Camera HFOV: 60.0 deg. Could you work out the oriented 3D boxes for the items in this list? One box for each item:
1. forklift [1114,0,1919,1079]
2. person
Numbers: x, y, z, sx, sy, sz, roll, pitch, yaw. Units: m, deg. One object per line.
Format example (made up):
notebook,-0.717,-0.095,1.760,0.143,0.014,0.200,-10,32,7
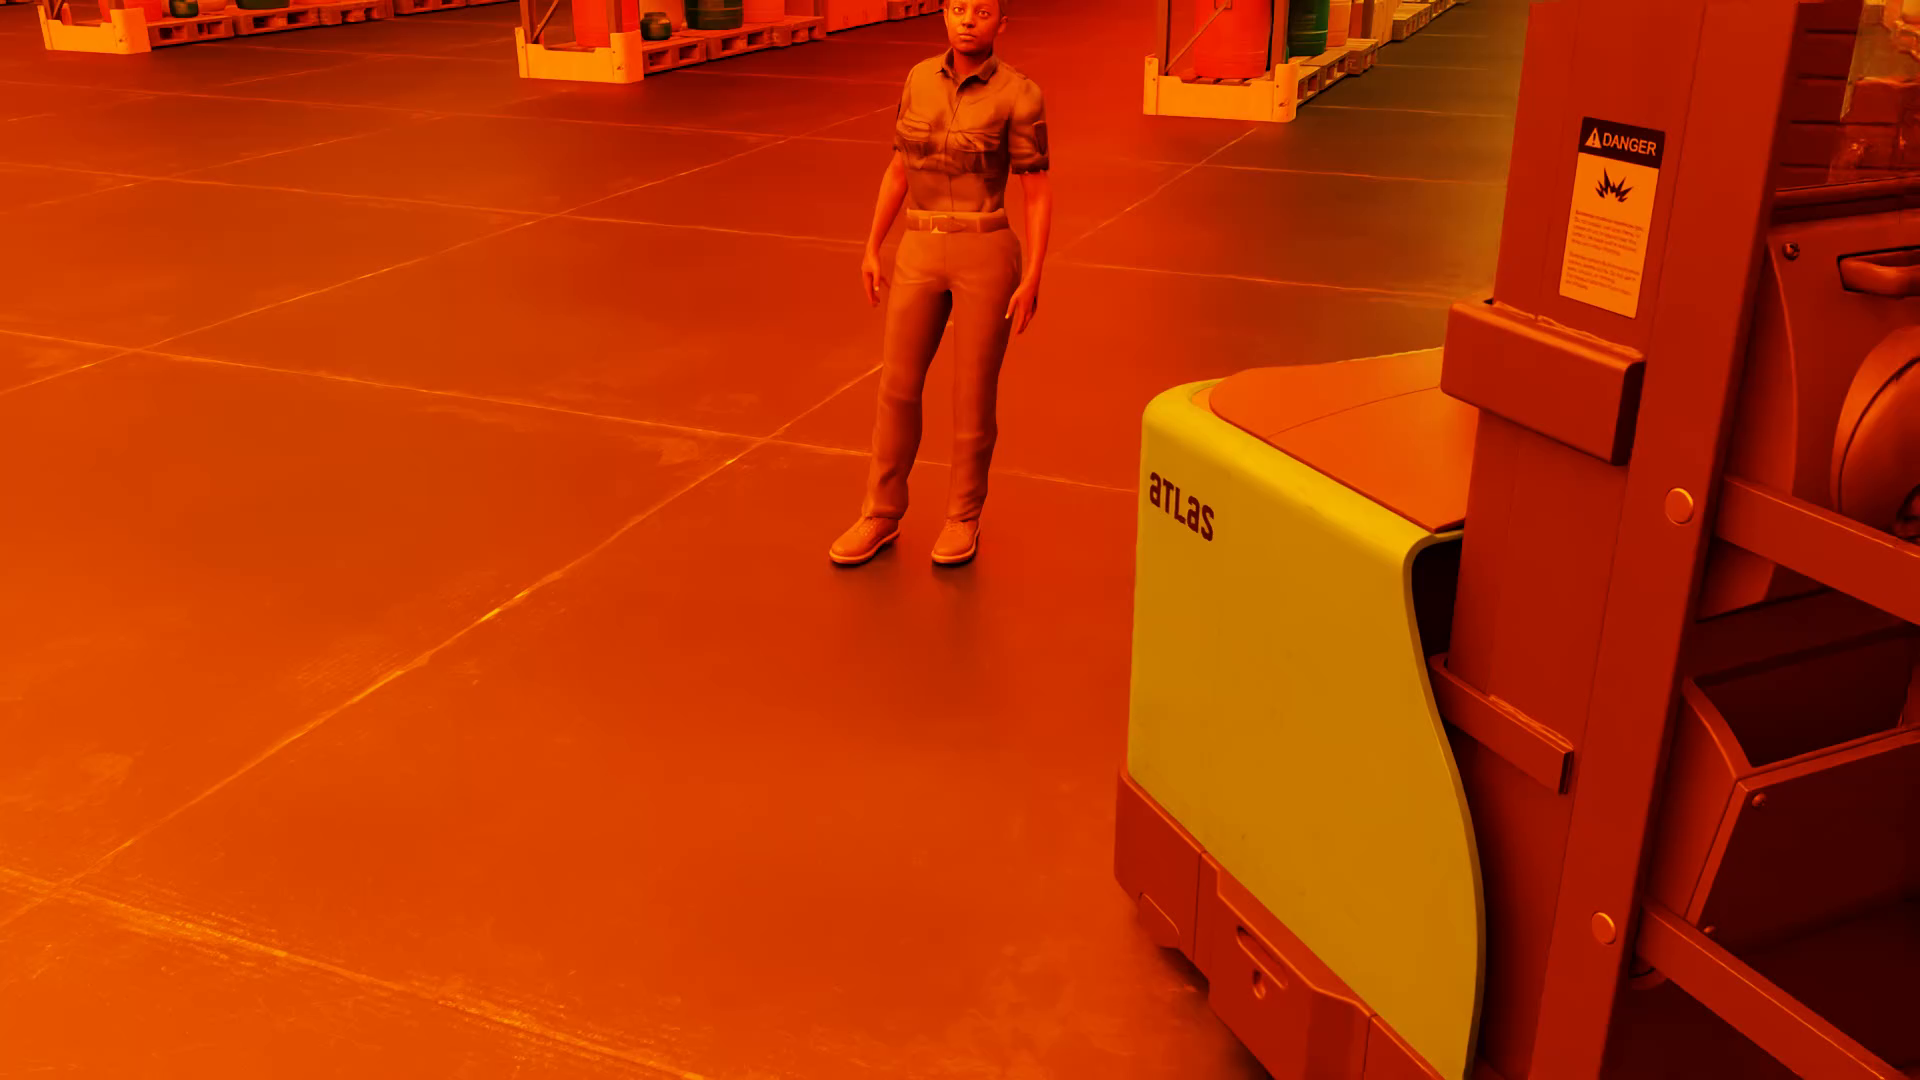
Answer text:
forklift,1.370,-0.191,1.750,1.130,2.935,3.031,-10,25,-22
person,-0.052,-0.742,4.704,0.569,1.654,0.504,9,24,21
